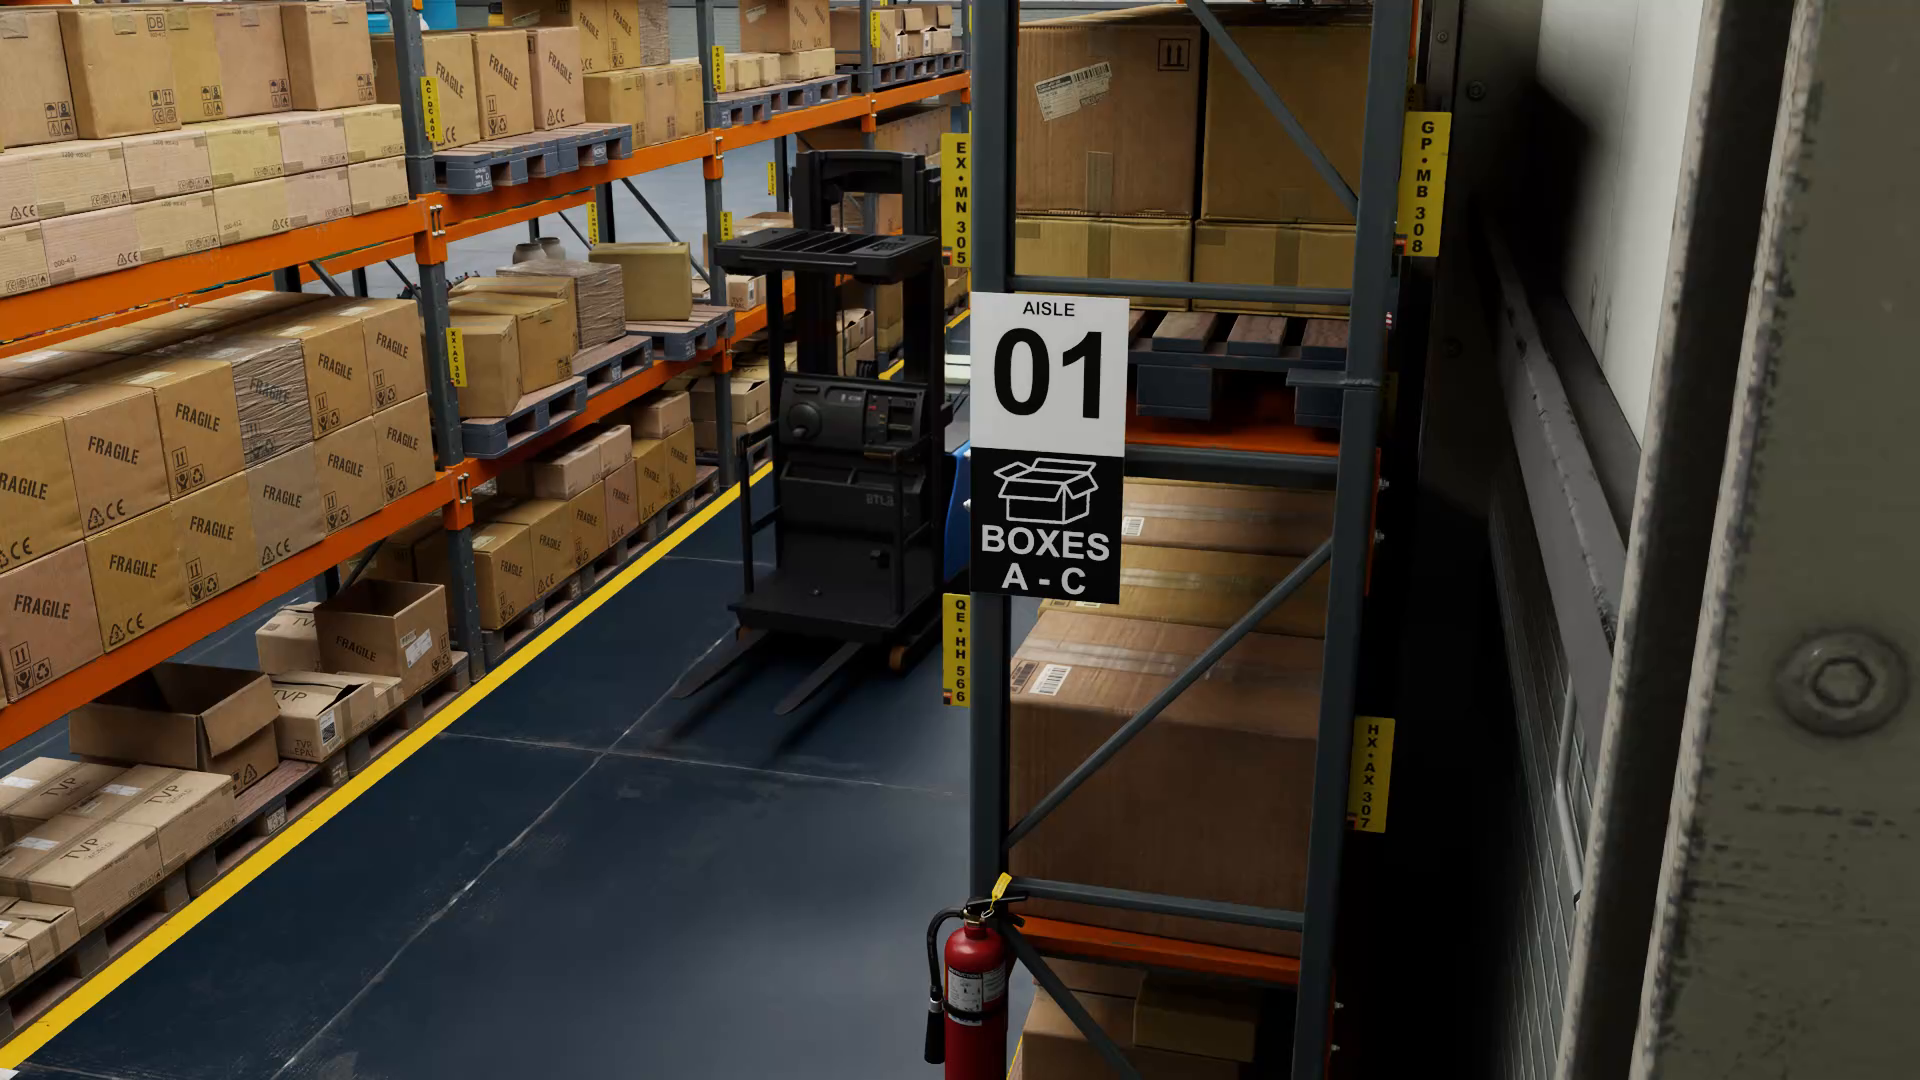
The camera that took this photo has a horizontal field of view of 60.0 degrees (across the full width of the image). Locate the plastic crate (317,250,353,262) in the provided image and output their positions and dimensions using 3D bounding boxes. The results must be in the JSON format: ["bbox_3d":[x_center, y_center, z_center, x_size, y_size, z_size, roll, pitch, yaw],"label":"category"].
[{"bbox_3d":[-6.301,-2.866,16.266,0.450,0.188,0.662,5,19,13],"label":"plastic crate"}]

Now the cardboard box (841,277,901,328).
[{"bbox_3d":[-0.930,-2.515,17.355,0.500,0.500,0.500,5,19,13],"label":"cardboard box"}]

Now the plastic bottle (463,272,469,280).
[{"bbox_3d":[-5.990,-3.098,20.139,0.061,0.283,0.133,5,19,14],"label":"plastic bottle"}]

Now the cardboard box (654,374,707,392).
[{"bbox_3d":[-2.435,-1.235,13.900,0.500,0.311,0.500,5,20,15],"label":"cardboard box"}]

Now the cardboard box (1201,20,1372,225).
[{"bbox_3d":[0.938,-1.150,4.541,0.500,0.500,0.500,4,19,11],"label":"cardboard box"}]

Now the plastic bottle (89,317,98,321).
[{"bbox_3d":[-6.962,-1.892,13.284,0.097,0.271,0.097,0,19,0],"label":"plastic bottle"}]

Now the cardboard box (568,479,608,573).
[{"bbox_3d":[-2.698,-0.117,11.075,0.500,0.500,0.500,5,19,14],"label":"cardboard box"}]

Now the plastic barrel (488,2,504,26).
[{"bbox_3d":[-5.327,-6.128,19.907,0.600,0.588,0.600,0,19,0],"label":"plastic barrel"}]

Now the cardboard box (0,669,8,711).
[{"bbox_3d":[-3.915,0.453,6.065,0.500,0.500,0.500,5,20,15],"label":"cardboard box"}]

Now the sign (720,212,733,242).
[{"bbox_3d":[-1.796,-2.359,12.785,0.100,0.325,0.005,5,19,13],"label":"sign"}]

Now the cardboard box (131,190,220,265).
[{"bbox_3d":[-3.536,-1.340,7.062,0.500,0.250,0.500,5,19,13],"label":"cardboard box"}]

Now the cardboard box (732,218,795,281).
[{"bbox_3d":[-1.801,-2.628,15.087,0.500,0.500,0.500,5,19,13],"label":"cardboard box"}]

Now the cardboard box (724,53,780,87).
[{"bbox_3d":[-1.873,-4.095,14.478,0.500,0.250,0.500,3,19,9],"label":"cardboard box"}]

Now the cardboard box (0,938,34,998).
[{"bbox_3d":[-3.843,1.656,6.430,0.380,0.149,0.250,5,19,13],"label":"cardboard box"}]

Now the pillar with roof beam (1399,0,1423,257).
[{"bbox_3d":[2.394,-8.778,23.965,9.100,9.000,0.400,5,19,13],"label":"pillar with roof beam"}]

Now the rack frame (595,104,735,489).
[{"bbox_3d":[-2.324,-1.889,13.076,1.000,3.000,0.127,5,19,13],"label":"rack frame"}]

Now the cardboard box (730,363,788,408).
[{"bbox_3d":[-1.791,-1.358,14.259,0.500,0.311,0.500,4,19,12],"label":"cardboard box"}]

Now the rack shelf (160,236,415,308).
[{"bbox_3d":[-6.638,-2.567,16.177,1.077,0.370,4.000,5,19,13],"label":"rack shelf"}]

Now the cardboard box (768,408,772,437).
[{"bbox_3d":[-1.790,-1.085,14.327,0.500,0.250,0.500,4,19,12],"label":"cardboard box"}]

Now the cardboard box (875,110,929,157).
[{"bbox_3d":[-0.755,-4.572,18.771,0.700,0.500,0.500,5,19,14],"label":"cardboard box"}]

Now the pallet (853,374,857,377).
[{"bbox_3d":[-1.489,-1.589,16.512,1.003,0.211,1.213,5,19,13],"label":"pallet"}]

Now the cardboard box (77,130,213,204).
[{"bbox_3d":[-3.530,-1.576,6.980,0.500,0.250,0.500,5,19,13],"label":"cardboard box"}]

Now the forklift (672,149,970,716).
[{"bbox_3d":[-0.727,-0.747,9.841,1.130,2.935,3.031,7,20,19],"label":"forklift"}]

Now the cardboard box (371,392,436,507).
[{"bbox_3d":[-3.175,-0.505,8.871,0.500,0.500,0.500,5,19,14],"label":"cardboard box"}]

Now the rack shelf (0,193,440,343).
[{"bbox_3d":[-3.790,-1.087,7.202,1.077,0.370,4.000,5,19,13],"label":"rack shelf"}]

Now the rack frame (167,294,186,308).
[{"bbox_3d":[-7.127,-2.281,14.225,1.000,3.000,0.127,5,19,13],"label":"rack frame"}]

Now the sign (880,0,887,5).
[{"bbox_3d":[-0.906,-6.312,19.912,0.100,0.325,0.005,5,19,13],"label":"sign"}]

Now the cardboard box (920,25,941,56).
[{"bbox_3d":[-0.531,-5.482,18.229,0.500,0.311,0.500,7,20,20],"label":"cardboard box"}]

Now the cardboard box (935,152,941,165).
[{"bbox_3d":[-0.403,-4.453,19.427,0.380,0.149,0.250,4,19,13],"label":"cardboard box"}]

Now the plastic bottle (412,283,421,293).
[{"bbox_3d":[-6.224,-2.774,19.086,0.144,0.351,0.185,4,19,11],"label":"plastic bottle"}]

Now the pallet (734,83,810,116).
[{"bbox_3d":[-1.975,-3.789,14.292,1.003,0.211,1.213,6,20,16],"label":"pallet"}]

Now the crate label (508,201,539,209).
[{"bbox_3d":[-5.359,-4.207,19.809,0.502,0.435,0.616,5,19,13],"label":"crate label"}]

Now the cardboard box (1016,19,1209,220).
[{"bbox_3d":[0.440,-1.192,4.662,0.500,0.500,0.500,5,19,13],"label":"cardboard box"}]

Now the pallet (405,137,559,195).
[{"bbox_3d":[-3.074,-2.164,9.533,1.213,0.211,1.003,5,19,13],"label":"pallet"}]

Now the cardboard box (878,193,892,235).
[{"bbox_3d":[-1.122,-3.495,17.625,0.700,0.500,0.500,4,19,13],"label":"cardboard box"}]

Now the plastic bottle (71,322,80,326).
[{"bbox_3d":[-7.009,-1.831,13.105,0.097,0.271,0.097,0,19,0],"label":"plastic bottle"}]

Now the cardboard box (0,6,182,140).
[{"bbox_3d":[-3.734,-1.948,6.908,0.700,0.500,0.500,5,19,13],"label":"cardboard box"}]

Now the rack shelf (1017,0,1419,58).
[{"bbox_3d":[1.014,-1.927,5.640,1.077,0.370,4.000,5,19,13],"label":"rack shelf"}]

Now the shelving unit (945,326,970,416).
[{"bbox_3d":[0.002,-0.712,11.951,0.431,1.500,0.755,5,19,13],"label":"shelving unit"}]

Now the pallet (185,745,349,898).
[{"bbox_3d":[-3.766,1.284,8.103,1.003,0.211,1.213,5,19,13],"label":"pallet"}]

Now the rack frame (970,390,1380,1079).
[{"bbox_3d":[0.526,1.009,4.593,1.000,3.000,0.127,5,19,13],"label":"rack frame"}]

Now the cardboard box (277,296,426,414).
[{"bbox_3d":[-3.174,-0.976,8.704,0.500,0.500,0.500,5,19,14],"label":"cardboard box"}]

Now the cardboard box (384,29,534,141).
[{"bbox_3d":[-2.966,-2.711,9.884,0.600,0.600,0.600,4,19,13],"label":"cardboard box"}]

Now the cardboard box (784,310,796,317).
[{"bbox_3d":[-1.689,-2.195,16.711,0.500,0.311,0.500,5,19,14],"label":"cardboard box"}]

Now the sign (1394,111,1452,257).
[{"bbox_3d":[1.062,-0.816,3.820,0.100,0.325,0.005,5,19,13],"label":"sign"}]

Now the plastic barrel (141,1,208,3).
[{"bbox_3d":[-6.715,-4.178,14.363,0.600,0.901,0.600,0,19,0],"label":"plastic barrel"}]

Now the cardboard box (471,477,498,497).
[{"bbox_3d":[-3.207,-0.149,11.169,0.500,0.500,0.500,5,19,14],"label":"cardboard box"}]

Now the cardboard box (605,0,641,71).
[{"bbox_3d":[-2.562,-3.532,11.547,0.500,0.500,0.500,5,19,13],"label":"cardboard box"}]

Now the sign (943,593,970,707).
[{"bbox_3d":[0.003,0.302,4.506,0.100,0.325,0.005,5,19,13],"label":"sign"}]

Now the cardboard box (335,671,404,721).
[{"bbox_3d":[-3.199,0.829,8.849,0.380,0.149,0.250,5,19,13],"label":"cardboard box"}]

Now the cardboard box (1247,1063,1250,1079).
[{"bbox_3d":[0.722,1.609,6.054,0.700,0.500,0.500,5,19,13],"label":"cardboard box"}]

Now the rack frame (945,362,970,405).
[{"bbox_3d":[-0.088,-0.597,11.615,0.400,1.500,0.023,5,19,13],"label":"rack frame"}]

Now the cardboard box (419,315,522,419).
[{"bbox_3d":[-2.969,-1.012,9.705,0.700,0.500,0.500,-2,19,-5],"label":"cardboard box"}]
